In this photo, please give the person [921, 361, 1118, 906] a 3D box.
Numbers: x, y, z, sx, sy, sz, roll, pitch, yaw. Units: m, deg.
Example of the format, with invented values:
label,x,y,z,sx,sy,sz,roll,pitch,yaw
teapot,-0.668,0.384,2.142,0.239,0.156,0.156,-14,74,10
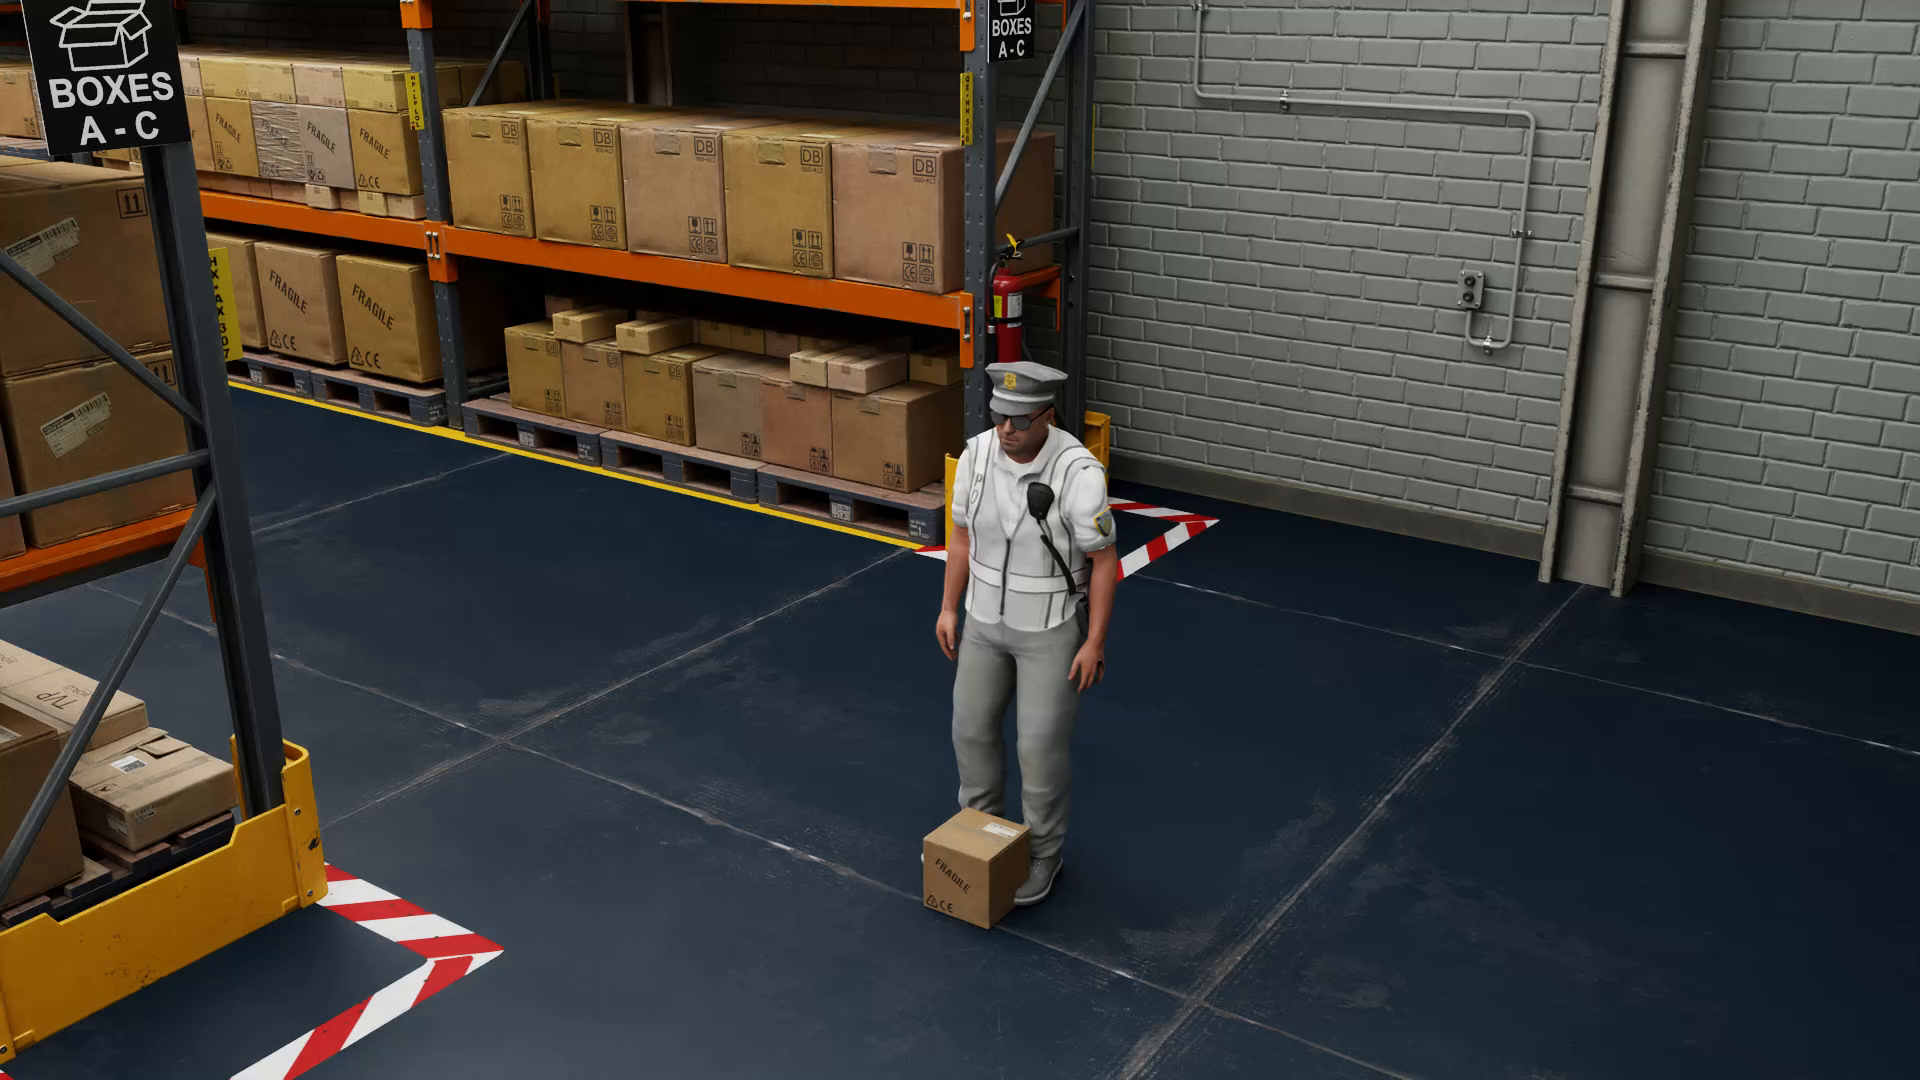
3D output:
label,x,y,z,sx,sy,sz,roll,pitch,yaw
person,0.199,0.273,5.292,0.606,1.751,0.473,12,23,29
